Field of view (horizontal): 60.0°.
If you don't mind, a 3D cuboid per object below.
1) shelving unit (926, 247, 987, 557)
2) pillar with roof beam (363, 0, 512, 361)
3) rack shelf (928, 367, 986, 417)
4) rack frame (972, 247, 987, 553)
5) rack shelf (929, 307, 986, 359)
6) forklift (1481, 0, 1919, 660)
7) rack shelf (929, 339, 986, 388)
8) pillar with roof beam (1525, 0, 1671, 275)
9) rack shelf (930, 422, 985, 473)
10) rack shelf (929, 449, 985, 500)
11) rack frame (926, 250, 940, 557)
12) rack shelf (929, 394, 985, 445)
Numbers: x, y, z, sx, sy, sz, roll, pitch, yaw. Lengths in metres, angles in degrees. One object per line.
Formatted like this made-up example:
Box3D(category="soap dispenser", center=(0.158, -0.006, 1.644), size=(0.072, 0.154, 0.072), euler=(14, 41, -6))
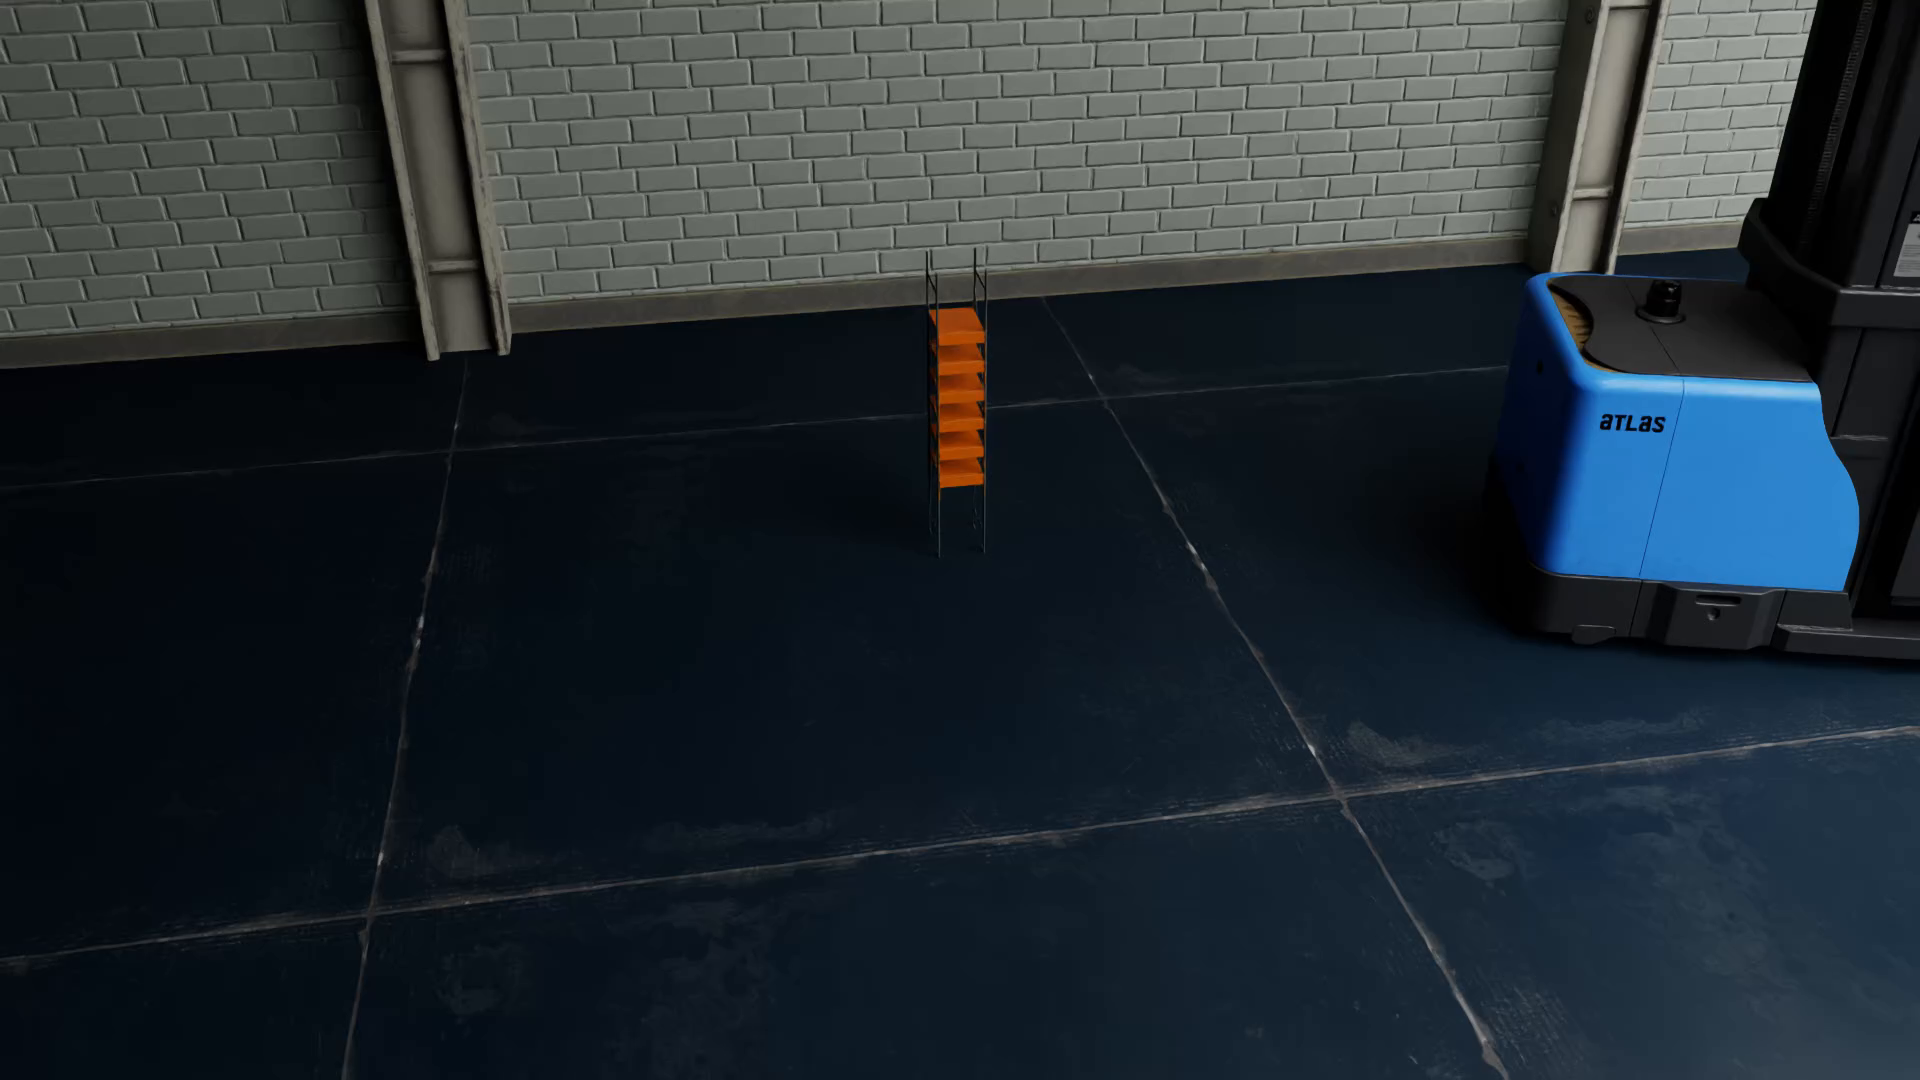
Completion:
Box3D(category="shelving unit", center=(-0.014, -0.516, 6.444), size=(0.189, 1.200, 0.258), euler=(-5, 31, -9))
Box3D(category="pillar with roof beam", center=(-1.706, -2.719, 2.497), size=(0.400, 9.000, 9.100), euler=(-5, 31, -9))
Box3D(category="rack shelf", center=(-0.014, -0.581, 6.405), size=(0.180, 0.103, 0.258), euler=(-5, 31, -9))
Box3D(category="rack frame", center=(0.076, -0.524, 6.458), size=(0.006, 1.200, 0.240), euler=(-5, 31, -9))
Box3D(category="rack shelf", center=(-0.014, -0.788, 6.284), size=(0.180, 0.103, 0.258), euler=(-5, 31, -9))
Box3D(category="forklift", center=(3.605, -1.045, 5.635), size=(3.031, 2.935, 1.130), euler=(3, 31, 6))
Box3D(category="rack shelf", center=(-0.014, -0.684, 6.344), size=(0.180, 0.103, 0.258), euler=(-5, 31, -9))
Box3D(category="pillar with roof beam", center=(4.195, -3.267, 3.428), size=(0.400, 9.000, 9.100), euler=(-5, 31, -9))
Box3D(category="rack shelf", center=(-0.014, -0.374, 6.527), size=(0.180, 0.103, 0.258), euler=(-5, 31, -9))
Box3D(category="rack shelf", center=(-0.014, -0.271, 6.588), size=(0.180, 0.103, 0.258), euler=(-5, 31, -9))
Box3D(category="rack frame", center=(-0.104, -0.508, 6.429), size=(0.006, 1.200, 0.240), euler=(-5, 31, -9))
Box3D(category="rack shelf", center=(-0.014, -0.478, 6.466), size=(0.180, 0.103, 0.258), euler=(-5, 31, -9))
